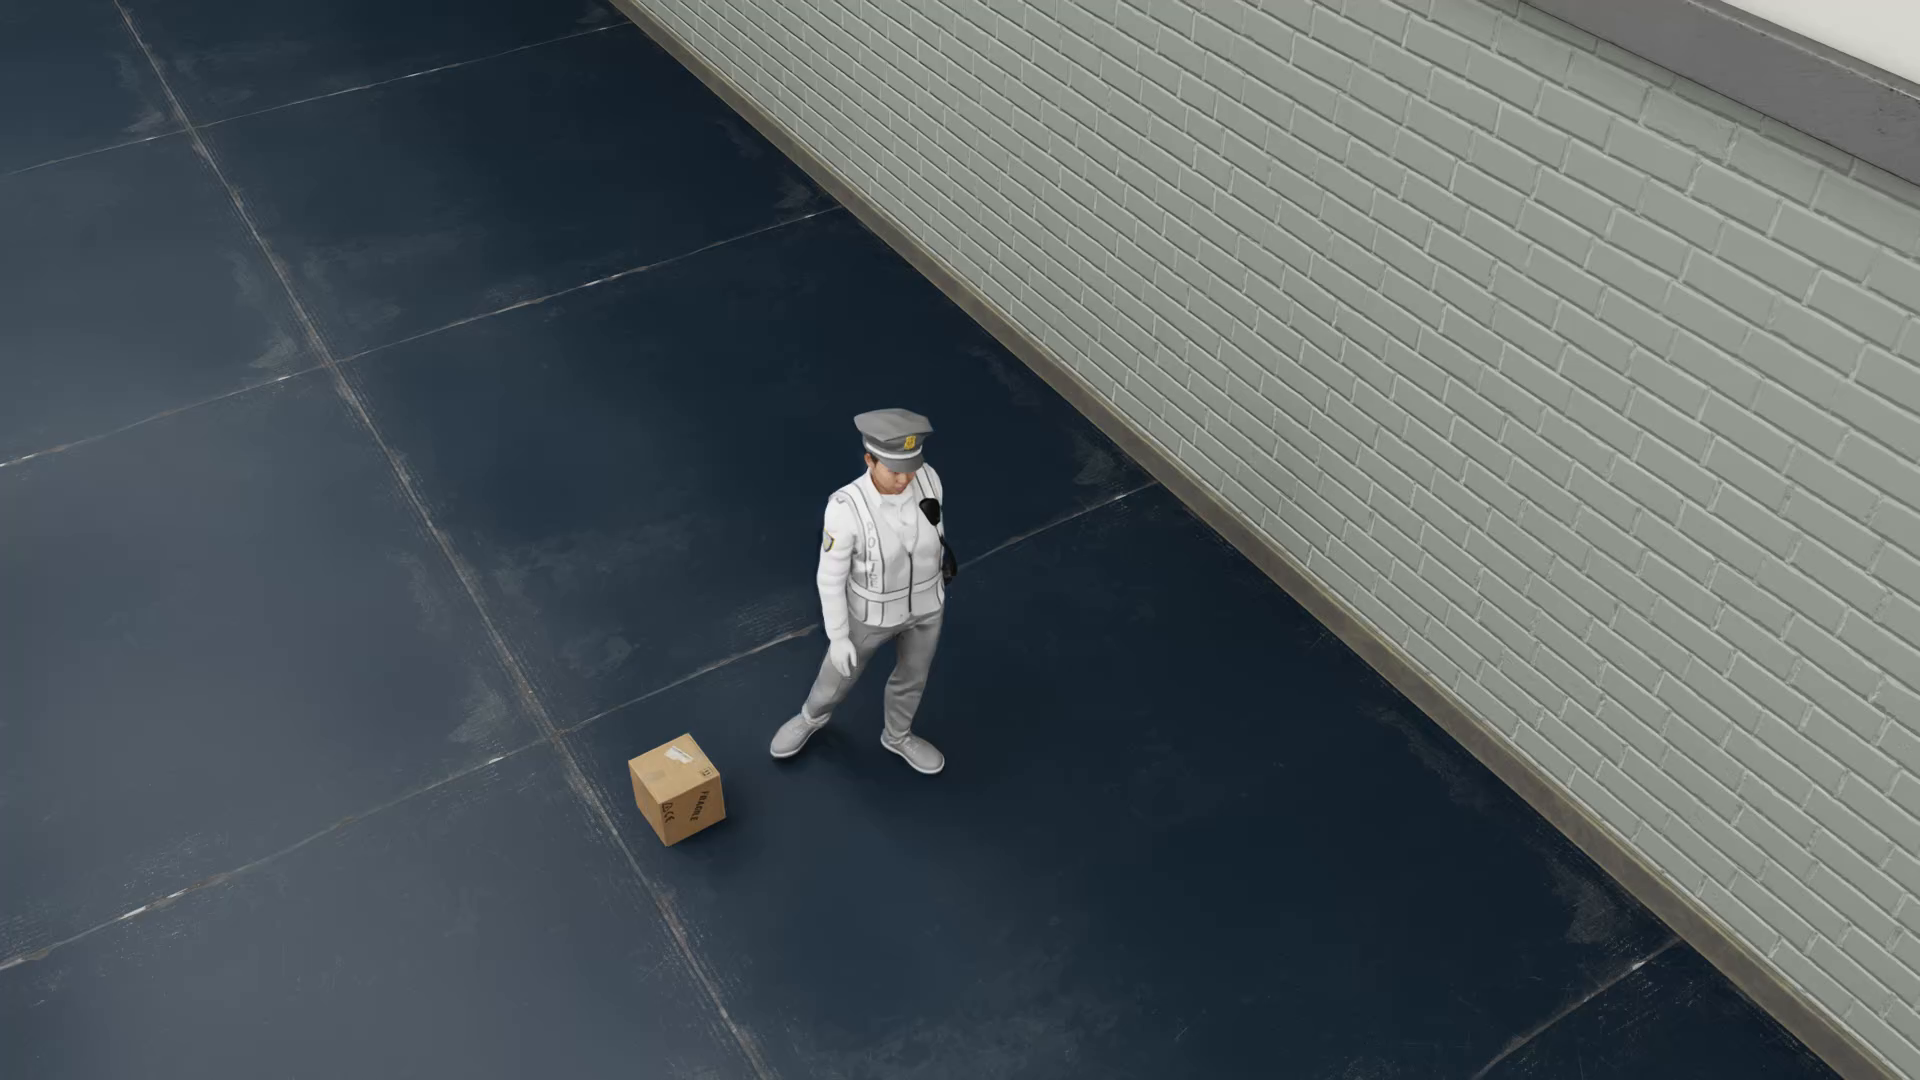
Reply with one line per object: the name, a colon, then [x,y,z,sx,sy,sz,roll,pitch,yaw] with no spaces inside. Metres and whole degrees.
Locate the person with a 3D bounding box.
person: [-0.366,0.221,5.896,0.673,1.667,0.493,-18,44,-19]
